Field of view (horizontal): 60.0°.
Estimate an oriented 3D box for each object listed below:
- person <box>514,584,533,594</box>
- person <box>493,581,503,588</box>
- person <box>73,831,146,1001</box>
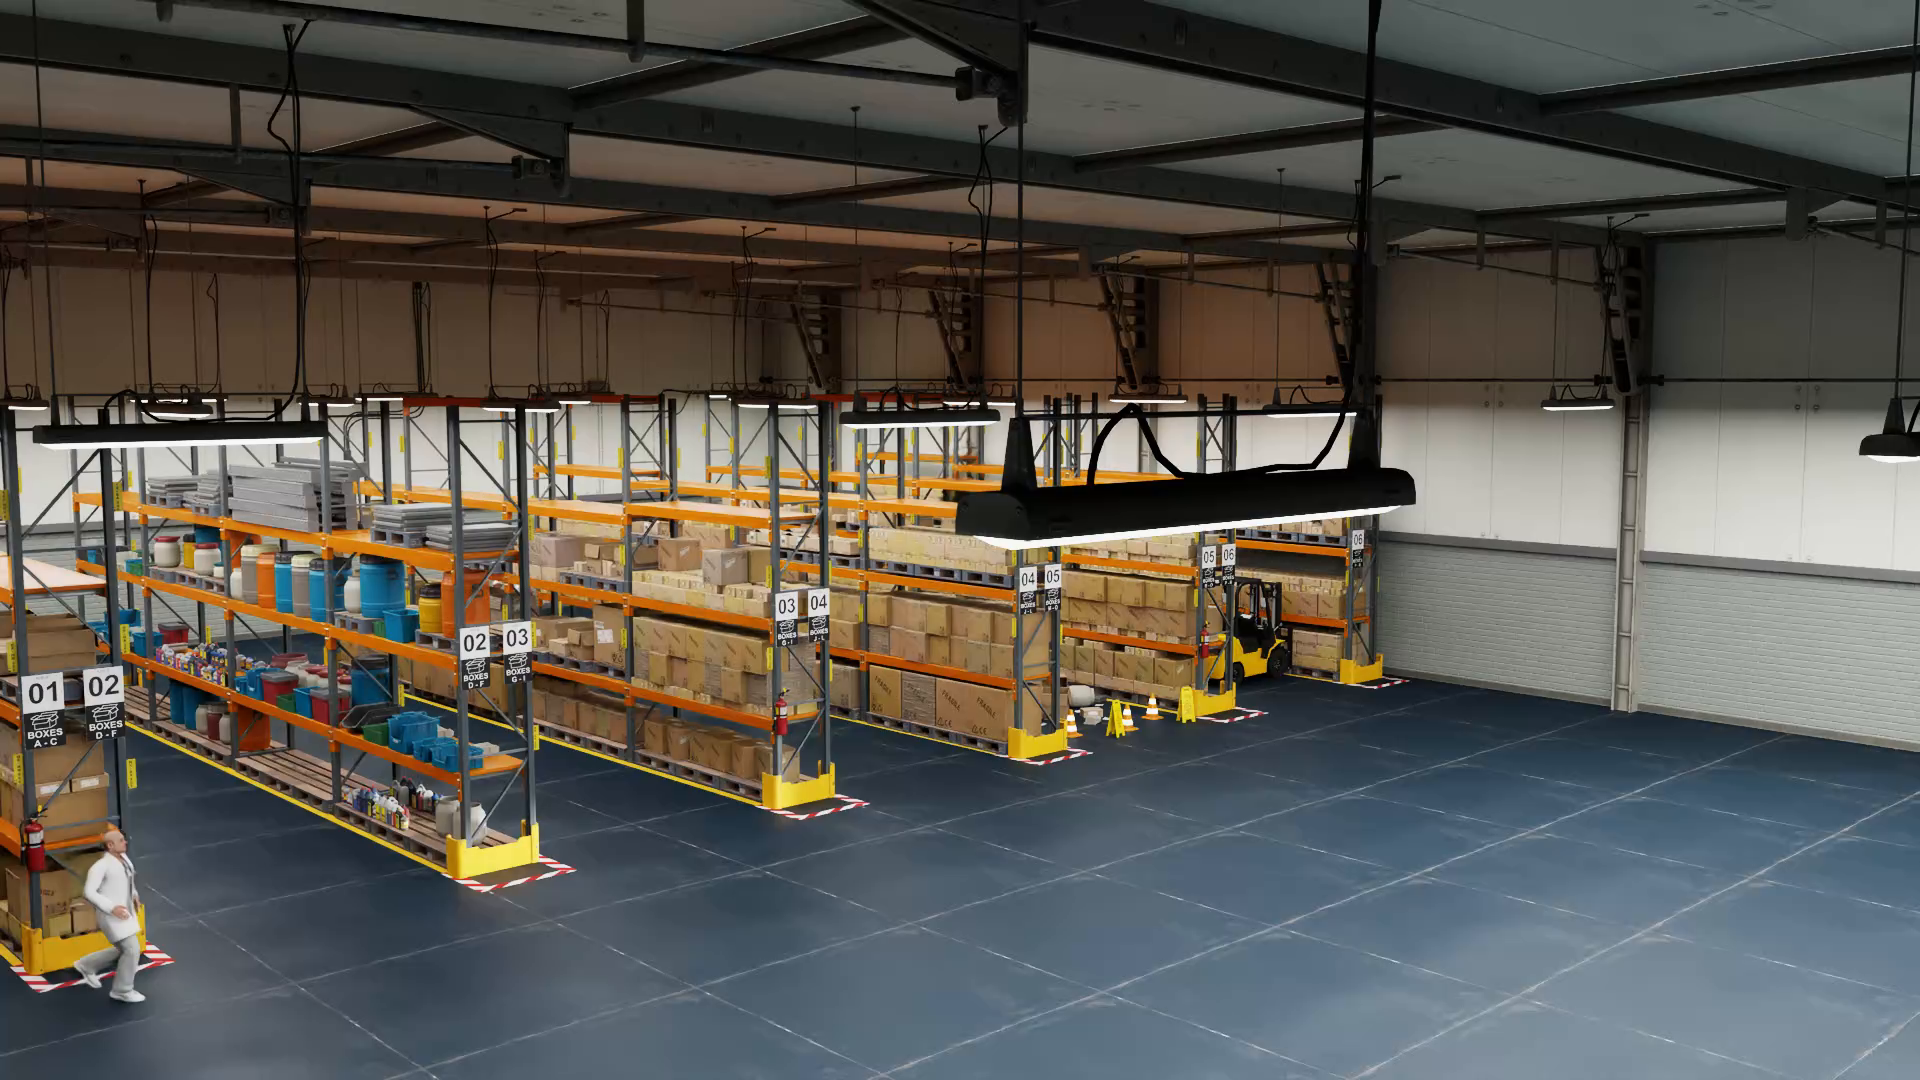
[{"bbox_3d":[-10.818,1.541,40.516,0.904,1.741,0.749,-3,6,-27],"label":"person"},{"bbox_3d":[-10.736,1.768,38.491,0.683,1.698,0.535,-2,6,-19],"label":"person"},{"bbox_3d":[-8.718,3.846,17.018,0.755,1.761,0.754,0,6,-4],"label":"person"}]
